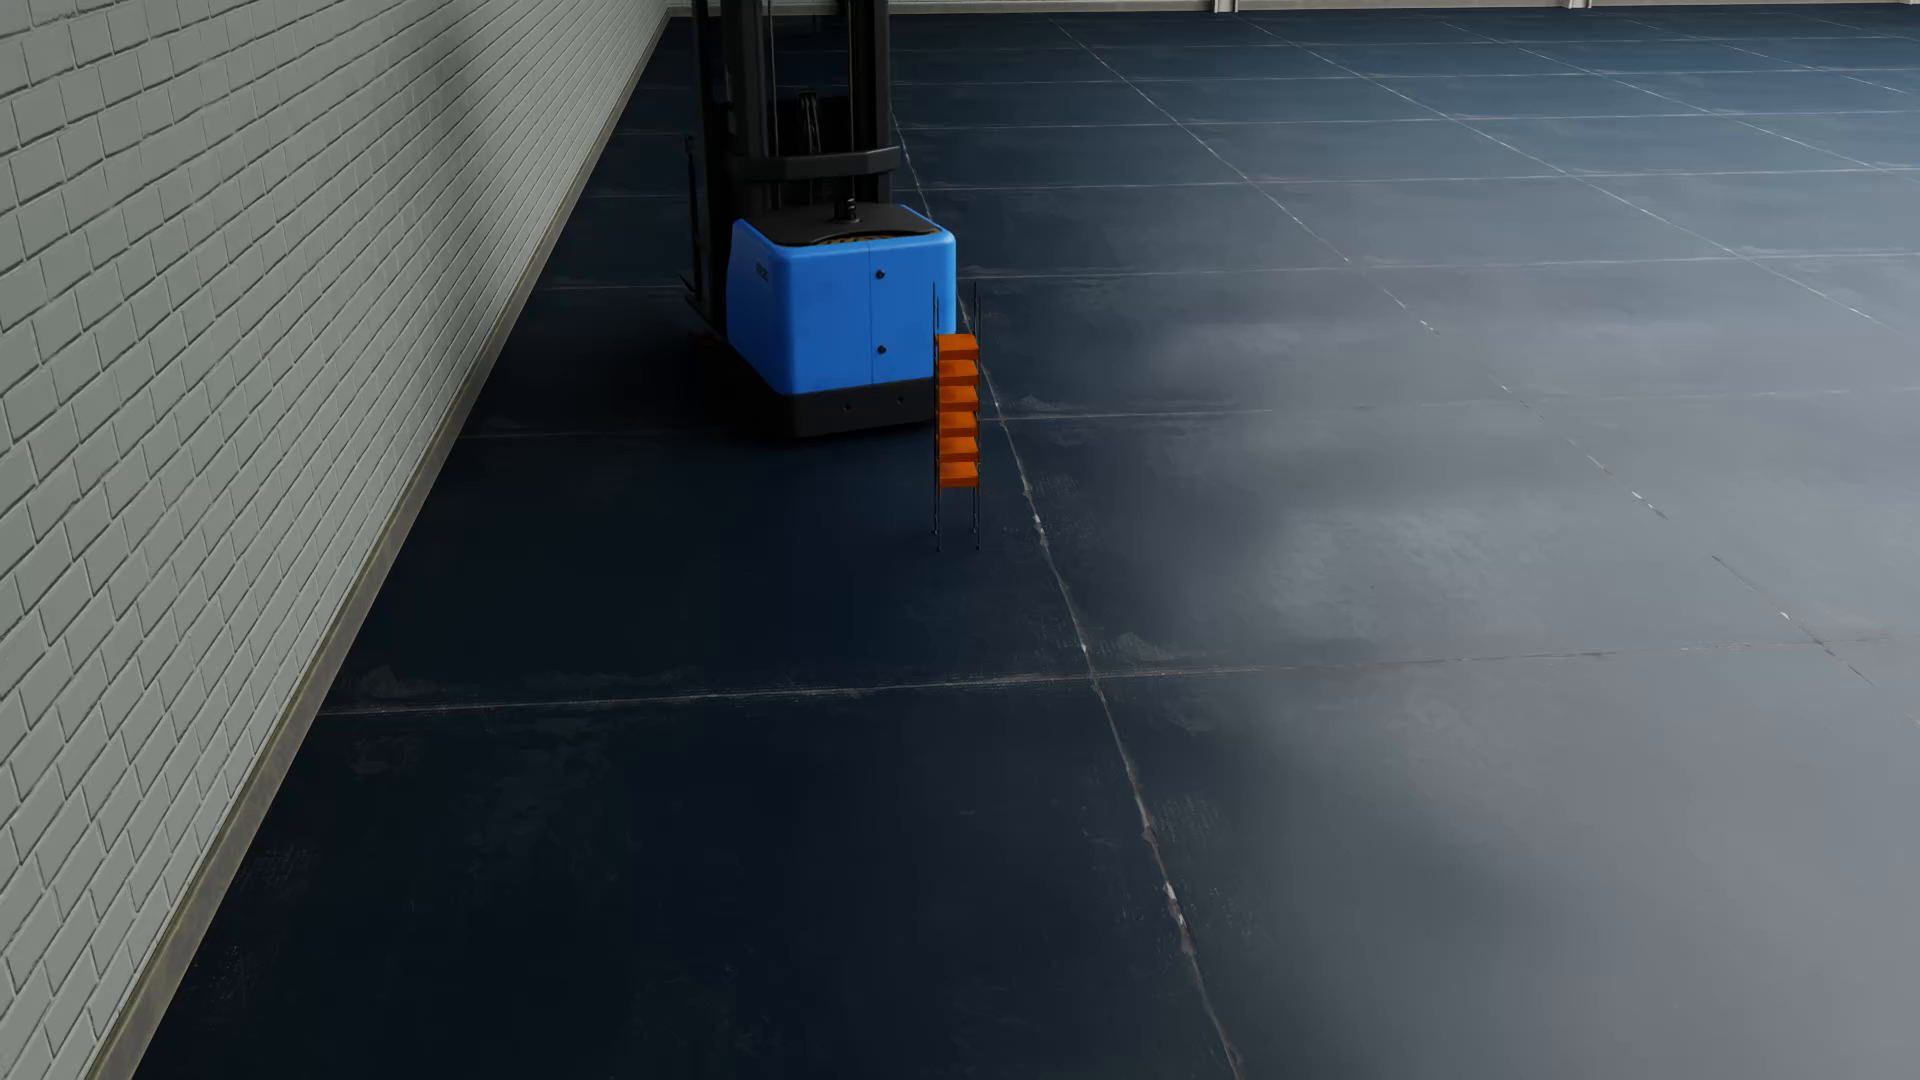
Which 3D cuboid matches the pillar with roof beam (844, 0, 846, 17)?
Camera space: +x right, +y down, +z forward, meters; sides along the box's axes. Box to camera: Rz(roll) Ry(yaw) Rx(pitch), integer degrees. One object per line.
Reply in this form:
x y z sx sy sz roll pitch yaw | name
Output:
-1.227 -10.799 20.967 0.400 9.000 9.100 -2 24 -5 | pillar with roof beam

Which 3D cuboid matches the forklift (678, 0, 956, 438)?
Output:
-1.031 -2.446 9.645 1.130 2.935 3.031 -9 26 -20 | forklift

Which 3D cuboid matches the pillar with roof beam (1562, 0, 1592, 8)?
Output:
10.715 -11.278 22.045 0.400 9.000 9.100 -2 24 -5 | pillar with roof beam

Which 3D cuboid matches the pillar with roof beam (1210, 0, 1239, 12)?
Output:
4.744 -11.039 21.506 0.400 9.000 9.100 -2 24 -5 | pillar with roof beam

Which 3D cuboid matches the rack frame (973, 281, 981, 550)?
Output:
0.077 -0.551 7.513 0.006 1.200 0.240 -2 24 -5 | rack frame

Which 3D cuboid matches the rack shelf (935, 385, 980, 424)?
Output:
-0.014 -0.617 7.474 0.180 0.103 0.258 -2 24 -5 | rack shelf

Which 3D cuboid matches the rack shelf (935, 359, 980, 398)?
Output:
-0.014 -0.726 7.426 0.180 0.103 0.258 -2 24 -5 | rack shelf

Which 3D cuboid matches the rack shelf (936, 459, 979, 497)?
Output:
-0.014 -0.288 7.621 0.180 0.103 0.258 -2 24 -5 | rack shelf

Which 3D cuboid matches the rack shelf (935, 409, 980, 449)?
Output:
-0.014 -0.507 7.523 0.180 0.103 0.258 -2 24 -5 | rack shelf

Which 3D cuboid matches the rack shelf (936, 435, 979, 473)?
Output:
-0.014 -0.397 7.572 0.180 0.103 0.258 -2 24 -5 | rack shelf

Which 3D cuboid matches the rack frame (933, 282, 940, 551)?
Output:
-0.105 -0.544 7.497 0.006 1.200 0.240 -2 24 -5 | rack frame

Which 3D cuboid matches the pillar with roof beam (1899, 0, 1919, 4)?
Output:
16.686 -11.518 22.584 0.400 9.000 9.100 -2 24 -5 | pillar with roof beam

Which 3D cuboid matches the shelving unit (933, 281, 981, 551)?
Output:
-0.014 -0.548 7.505 0.189 1.200 0.258 -2 24 -5 | shelving unit

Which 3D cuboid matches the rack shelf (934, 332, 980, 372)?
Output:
-0.014 -0.836 7.377 0.180 0.103 0.258 -2 24 -5 | rack shelf
